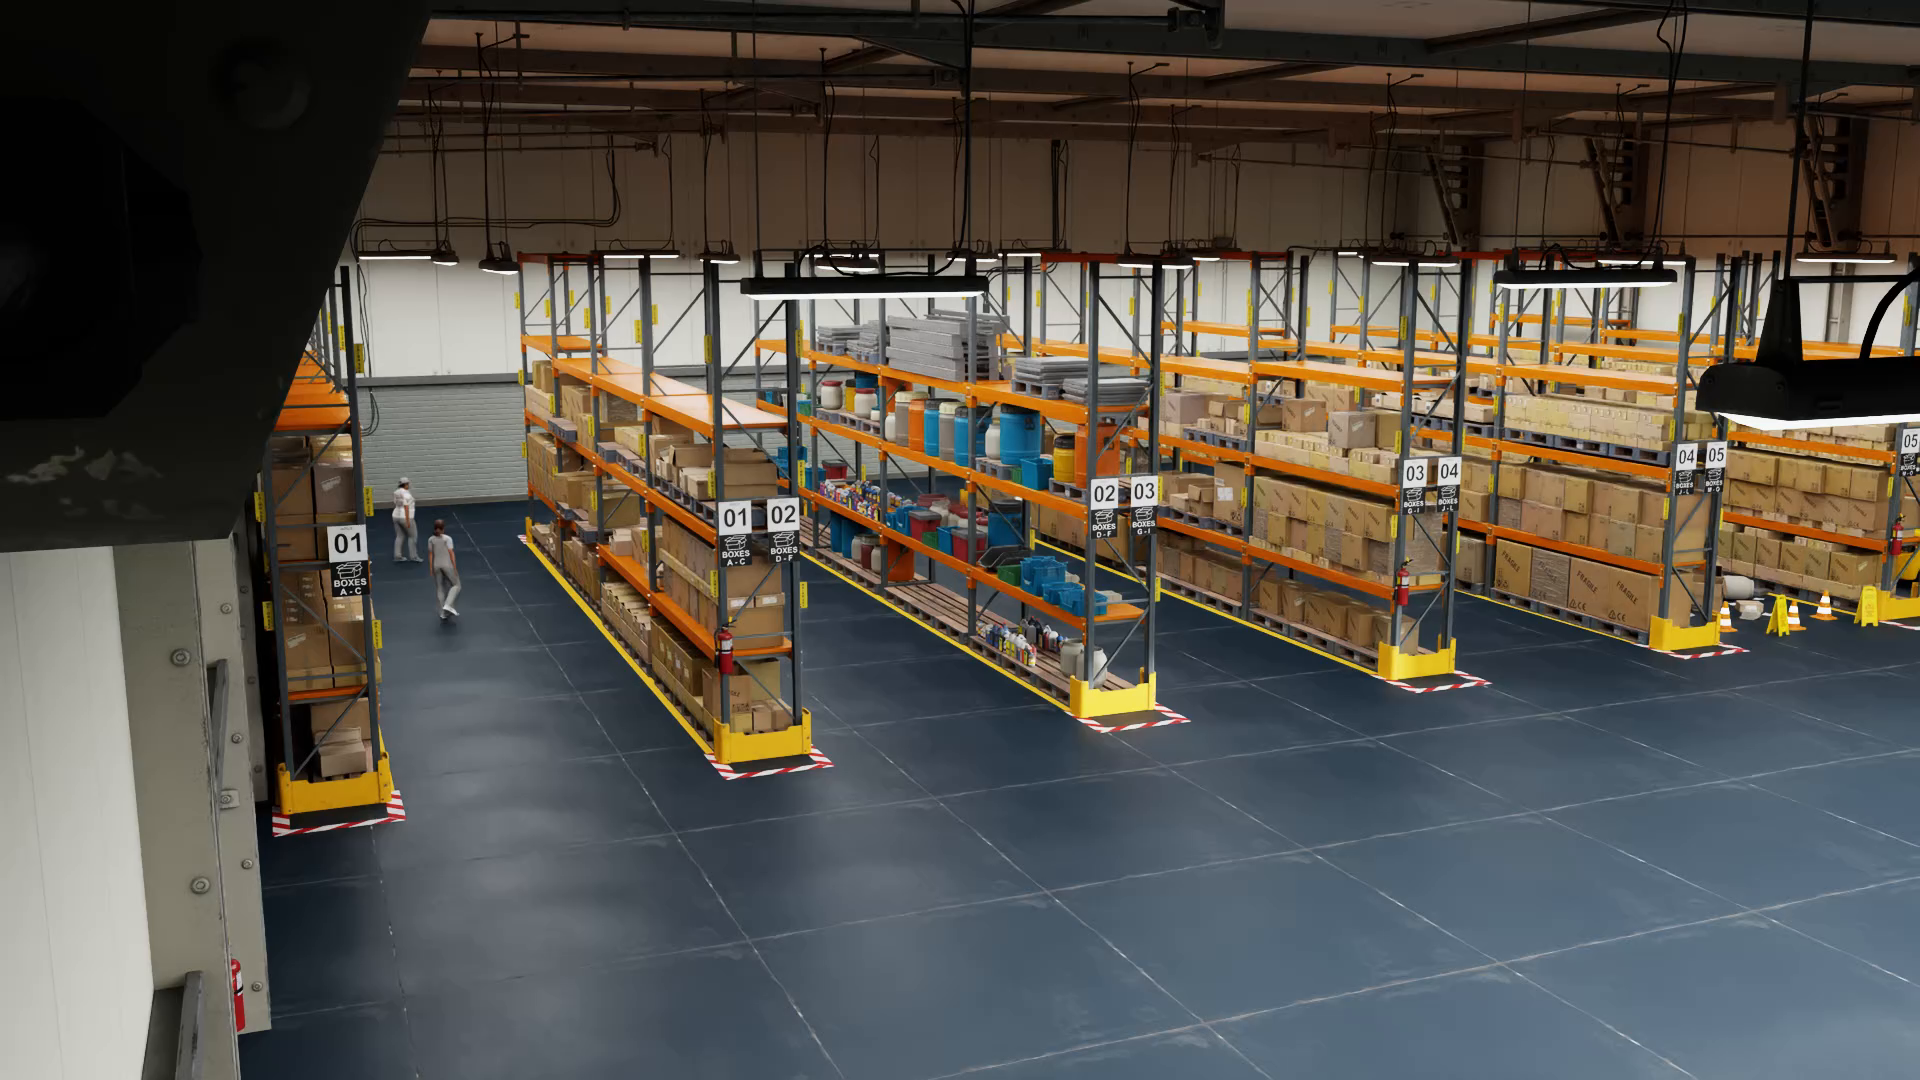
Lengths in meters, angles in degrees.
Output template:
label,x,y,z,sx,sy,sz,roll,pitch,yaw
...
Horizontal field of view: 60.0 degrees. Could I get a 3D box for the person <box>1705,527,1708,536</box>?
label,x,y,z,sx,sy,sz,roll,pitch,yaw
person,15.178,-0.731,34.174,0.594,1.765,0.548,-4,11,-23

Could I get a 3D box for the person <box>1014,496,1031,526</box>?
label,x,y,z,sx,sy,sz,roll,pitch,yaw
person,1.174,-0.327,32.158,0.514,1.681,0.503,7,12,32

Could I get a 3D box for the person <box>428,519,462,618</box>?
label,x,y,z,sx,sy,sz,roll,pitch,yaw
person,-8.637,0.486,27.743,0.473,1.672,0.477,1,10,8

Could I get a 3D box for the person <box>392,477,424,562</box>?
label,x,y,z,sx,sy,sz,roll,pitch,yaw
person,-10.889,-0.384,32.634,0.519,1.703,0.556,8,13,37
